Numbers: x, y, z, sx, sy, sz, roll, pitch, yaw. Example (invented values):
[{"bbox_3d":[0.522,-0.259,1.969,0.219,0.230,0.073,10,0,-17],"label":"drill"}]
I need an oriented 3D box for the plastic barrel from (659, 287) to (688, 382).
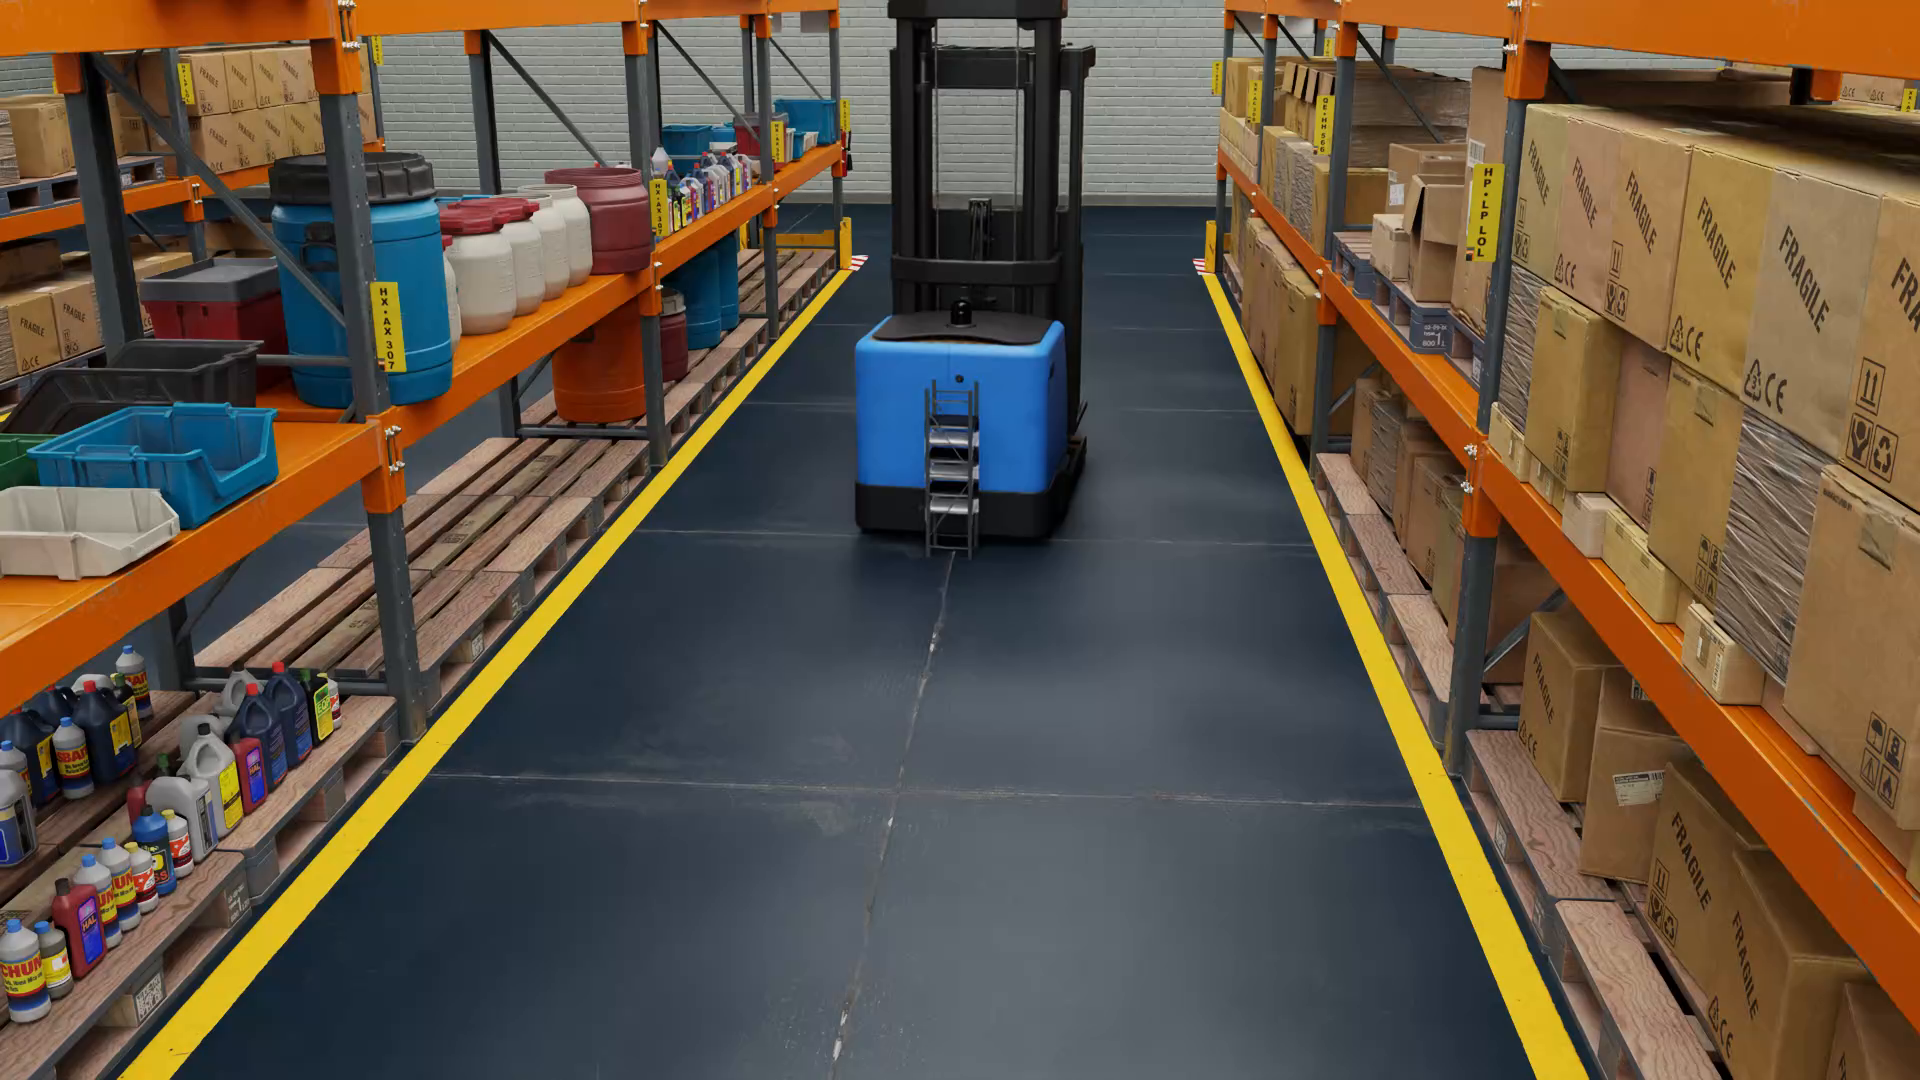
[{"bbox_3d":[-2.228,-1.452,11.735,0.600,0.588,0.708,1,18,4],"label":"plastic barrel"}]

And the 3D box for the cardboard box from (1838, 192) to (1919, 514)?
[{"bbox_3d":[1.863,-0.296,2.765,0.500,0.500,0.500,1,18,4],"label":"cardboard box"}]

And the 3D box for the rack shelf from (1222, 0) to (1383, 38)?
[{"bbox_3d":[3.043,-4.732,14.885,1.077,0.370,4.000,1,18,4],"label":"rack shelf"}]

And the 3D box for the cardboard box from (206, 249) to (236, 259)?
[{"bbox_3d":[-7.169,-2.597,15.643,0.500,0.311,0.500,1,18,4],"label":"cardboard box"}]

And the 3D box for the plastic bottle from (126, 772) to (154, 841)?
[{"bbox_3d":[-2.531,0.843,5.188,0.061,0.283,0.133,1,18,4],"label":"plastic bottle"}]

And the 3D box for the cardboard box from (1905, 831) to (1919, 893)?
[{"bbox_3d":[1.839,0.570,2.771,0.380,0.149,0.250,1,18,4],"label":"cardboard box"}]

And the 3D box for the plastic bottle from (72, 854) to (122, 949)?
[{"bbox_3d":[-2.435,1.014,4.686,0.097,0.271,0.097,0,18,0],"label":"plastic bottle"}]

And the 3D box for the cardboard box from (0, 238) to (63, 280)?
[{"bbox_3d":[-7.330,-2.172,12.837,0.500,0.250,0.500,1,18,4],"label":"cardboard box"}]

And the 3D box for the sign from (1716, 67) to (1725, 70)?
[{"bbox_3d":[7.585,-4.551,16.604,0.100,0.325,0.005,1,18,4],"label":"sign"}]

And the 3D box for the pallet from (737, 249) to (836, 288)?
[{"bbox_3d":[-1.851,-2.800,17.128,1.003,0.211,1.213,1,18,4],"label":"pallet"}]

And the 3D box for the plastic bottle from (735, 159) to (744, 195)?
[{"bbox_3d":[-1.772,-2.836,12.959,0.152,0.276,0.135,1,18,4],"label":"plastic bottle"}]

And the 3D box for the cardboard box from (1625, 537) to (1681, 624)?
[{"bbox_3d":[1.917,0.103,4.194,0.380,0.149,0.250,1,18,4],"label":"cardboard box"}]

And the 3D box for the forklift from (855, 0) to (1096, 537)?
[{"bbox_3d":[0.191,-1.827,9.790,1.130,2.935,3.031,3,18,9],"label":"forklift"}]

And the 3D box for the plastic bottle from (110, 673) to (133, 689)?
[{"bbox_3d":[-3.081,0.588,6.098,0.097,0.201,0.097,0,18,0],"label":"plastic bottle"}]

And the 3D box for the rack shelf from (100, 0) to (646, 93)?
[{"bbox_3d":[-2.470,-2.358,7.639,1.077,0.370,4.000,1,18,4],"label":"rack shelf"}]

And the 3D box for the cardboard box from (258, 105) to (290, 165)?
[{"bbox_3d":[-6.601,-3.764,15.431,0.500,0.500,0.500,1,18,4],"label":"cardboard box"}]

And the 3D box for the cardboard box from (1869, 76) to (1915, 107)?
[{"bbox_3d":[7.604,-3.701,13.157,0.500,0.500,0.500,1,18,2],"label":"cardboard box"}]

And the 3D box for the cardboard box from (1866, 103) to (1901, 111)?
[{"bbox_3d":[7.593,-3.230,13.326,0.500,0.500,0.500,1,18,4],"label":"cardboard box"}]

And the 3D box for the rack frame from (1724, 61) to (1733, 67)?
[{"bbox_3d":[8.127,-4.127,16.702,1.000,3.000,0.127,1,18,4],"label":"rack frame"}]

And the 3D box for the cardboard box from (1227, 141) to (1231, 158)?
[{"bbox_3d":[2.760,-3.728,15.886,0.380,0.149,0.250,1,18,3],"label":"cardboard box"}]

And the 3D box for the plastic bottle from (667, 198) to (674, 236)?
[{"bbox_3d":[-1.940,-2.107,10.736,0.152,0.276,0.135,1,18,4],"label":"plastic bottle"}]

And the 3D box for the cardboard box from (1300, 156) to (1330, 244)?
[{"bbox_3d":[2.443,-2.146,10.494,0.500,0.500,0.500,1,18,3],"label":"cardboard box"}]

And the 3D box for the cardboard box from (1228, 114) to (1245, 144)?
[{"bbox_3d":[2.813,-3.879,15.707,0.500,0.250,0.500,1,18,2],"label":"cardboard box"}]

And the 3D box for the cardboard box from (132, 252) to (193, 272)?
[{"bbox_3d":[-6.730,-2.111,13.856,0.500,0.500,0.500,1,18,4],"label":"cardboard box"}]

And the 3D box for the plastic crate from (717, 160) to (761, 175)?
[{"bbox_3d":[-1.864,-3.182,14.145,0.396,0.136,0.243,1,18,4],"label":"plastic crate"}]

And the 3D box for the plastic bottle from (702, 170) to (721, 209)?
[{"bbox_3d":[-1.835,-2.565,12.134,0.152,0.276,0.135,1,18,4],"label":"plastic bottle"}]

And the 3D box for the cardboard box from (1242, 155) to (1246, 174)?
[{"bbox_3d":[2.650,-3.249,14.426,0.380,0.149,0.250,2,18,5],"label":"cardboard box"}]

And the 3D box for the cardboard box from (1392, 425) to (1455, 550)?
[{"bbox_3d":[2.524,-0.249,8.173,0.700,0.500,0.500,3,18,9],"label":"cardboard box"}]

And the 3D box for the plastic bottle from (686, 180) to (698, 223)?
[{"bbox_3d":[-1.845,-2.325,11.389,0.061,0.283,0.133,1,18,4],"label":"plastic bottle"}]

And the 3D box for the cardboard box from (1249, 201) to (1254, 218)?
[{"bbox_3d":[3.092,-2.700,15.083,0.875,0.875,0.875,1,18,4],"label":"cardboard box"}]

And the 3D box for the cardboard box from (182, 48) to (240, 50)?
[{"bbox_3d":[-7.095,-4.407,15.788,0.500,0.500,0.500,1,18,3],"label":"cardboard box"}]

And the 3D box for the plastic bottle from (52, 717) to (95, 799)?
[{"bbox_3d":[-2.976,0.724,5.573,0.097,0.271,0.097,0,18,0],"label":"plastic bottle"}]

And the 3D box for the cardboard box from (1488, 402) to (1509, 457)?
[{"bbox_3d":[2.011,-0.363,5.617,0.380,0.149,0.250,1,18,4],"label":"cardboard box"}]

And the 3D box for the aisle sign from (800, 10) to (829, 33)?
[{"bbox_3d":[-1.456,-5.631,17.116,0.394,0.787,0.004,1,18,4],"label":"aisle sign"}]

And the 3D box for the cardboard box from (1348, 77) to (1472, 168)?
[{"bbox_3d":[2.682,-2.536,10.073,0.797,0.503,0.637,2,18,6],"label":"cardboard box"}]

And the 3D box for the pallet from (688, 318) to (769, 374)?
[{"bbox_3d":[-2.137,-1.574,13.387,1.003,0.211,1.213,1,18,4],"label":"pallet"}]

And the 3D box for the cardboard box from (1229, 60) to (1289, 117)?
[{"bbox_3d":[2.816,-4.236,15.594,0.500,0.500,0.500,1,18,2],"label":"cardboard box"}]

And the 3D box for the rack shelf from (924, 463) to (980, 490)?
[{"bbox_3d":[-0.041,-0.328,8.587,0.258,0.077,0.200,3,18,9],"label":"rack shelf"}]

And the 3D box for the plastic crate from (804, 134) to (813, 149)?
[{"bbox_3d":[-1.667,-3.936,16.446,0.396,0.136,0.243,1,18,4],"label":"plastic crate"}]

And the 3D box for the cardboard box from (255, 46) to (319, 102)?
[{"bbox_3d":[-6.519,-4.552,16.231,0.500,0.500,0.500,2,18,5],"label":"cardboard box"}]

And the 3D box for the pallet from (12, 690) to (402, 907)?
[{"bbox_3d":[-2.704,0.880,5.899,1.003,0.211,1.213,1,18,4],"label":"pallet"}]

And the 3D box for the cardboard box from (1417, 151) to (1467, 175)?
[{"bbox_3d":[2.674,-1.688,8.421,0.700,0.500,0.500,4,19,12],"label":"cardboard box"}]

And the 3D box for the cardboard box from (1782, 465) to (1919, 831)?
[{"bbox_3d":[2.023,0.183,2.910,0.875,0.500,0.500,1,18,4],"label":"cardboard box"}]

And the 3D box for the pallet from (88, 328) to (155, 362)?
[{"bbox_3d":[-7.001,-1.671,13.683,1.003,0.211,1.213,1,18,4],"label":"pallet"}]

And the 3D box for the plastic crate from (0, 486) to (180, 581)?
[{"bbox_3d":[-2.478,-0.018,4.583,0.530,0.136,0.437,1,18,4],"label":"plastic crate"}]

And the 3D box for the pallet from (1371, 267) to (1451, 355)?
[{"bbox_3d":[2.512,-1.078,7.703,1.003,0.211,1.213,1,18,4],"label":"pallet"}]

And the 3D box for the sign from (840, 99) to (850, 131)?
[{"bbox_3d":[-1.204,-4.450,17.425,0.100,0.325,0.005,1,18,4],"label":"sign"}]

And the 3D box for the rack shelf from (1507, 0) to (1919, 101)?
[{"bbox_3d":[2.183,-1.005,3.511,1.077,0.370,4.000,1,18,4],"label":"rack shelf"}]

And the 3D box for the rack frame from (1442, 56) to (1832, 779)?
[{"bbox_3d":[2.326,-0.542,5.761,1.000,3.000,0.127,1,18,4],"label":"rack frame"}]

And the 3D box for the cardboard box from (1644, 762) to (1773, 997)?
[{"bbox_3d":[2.258,0.942,4.572,0.500,0.500,0.500,0,18,-1],"label":"cardboard box"}]

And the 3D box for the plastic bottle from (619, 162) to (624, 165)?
[{"bbox_3d":[-2.556,-2.702,12.539,0.061,0.283,0.133,1,18,4],"label":"plastic bottle"}]

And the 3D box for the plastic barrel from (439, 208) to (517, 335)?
[{"bbox_3d":[-2.274,-1.238,7.665,0.433,0.535,0.433,0,18,0],"label":"plastic barrel"}]

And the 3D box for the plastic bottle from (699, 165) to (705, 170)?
[{"bbox_3d":[-1.934,-2.674,12.472,0.097,0.271,0.097,0,18,0],"label":"plastic bottle"}]

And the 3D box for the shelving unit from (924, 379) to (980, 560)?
[{"bbox_3d":[-0.041,-0.360,8.577,0.258,0.900,0.210,3,18,9],"label":"shelving unit"}]

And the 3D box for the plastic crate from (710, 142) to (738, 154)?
[{"bbox_3d":[-2.215,-3.588,15.384,0.293,0.136,0.466,1,18,4],"label":"plastic crate"}]

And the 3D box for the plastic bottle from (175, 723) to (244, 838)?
[{"bbox_3d":[-2.409,0.763,5.325,0.144,0.351,0.185,1,18,4],"label":"plastic bottle"}]
